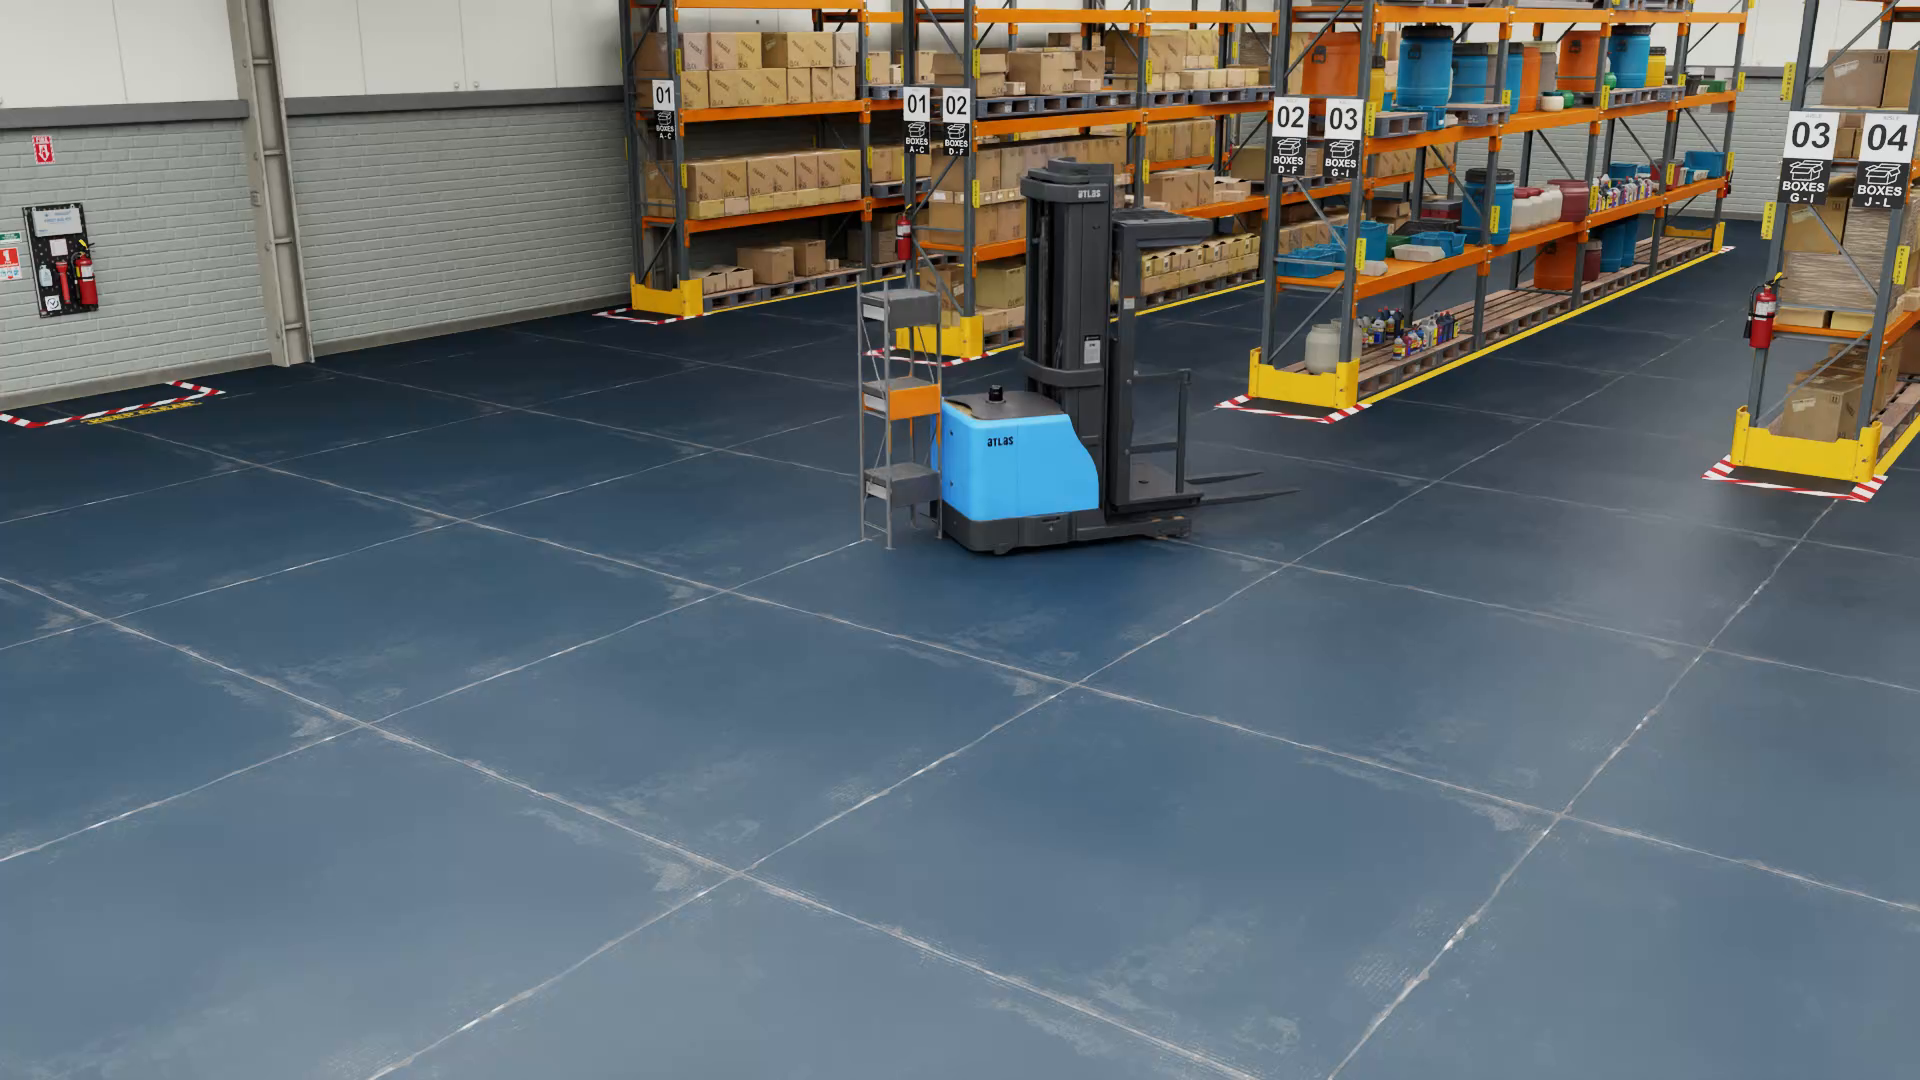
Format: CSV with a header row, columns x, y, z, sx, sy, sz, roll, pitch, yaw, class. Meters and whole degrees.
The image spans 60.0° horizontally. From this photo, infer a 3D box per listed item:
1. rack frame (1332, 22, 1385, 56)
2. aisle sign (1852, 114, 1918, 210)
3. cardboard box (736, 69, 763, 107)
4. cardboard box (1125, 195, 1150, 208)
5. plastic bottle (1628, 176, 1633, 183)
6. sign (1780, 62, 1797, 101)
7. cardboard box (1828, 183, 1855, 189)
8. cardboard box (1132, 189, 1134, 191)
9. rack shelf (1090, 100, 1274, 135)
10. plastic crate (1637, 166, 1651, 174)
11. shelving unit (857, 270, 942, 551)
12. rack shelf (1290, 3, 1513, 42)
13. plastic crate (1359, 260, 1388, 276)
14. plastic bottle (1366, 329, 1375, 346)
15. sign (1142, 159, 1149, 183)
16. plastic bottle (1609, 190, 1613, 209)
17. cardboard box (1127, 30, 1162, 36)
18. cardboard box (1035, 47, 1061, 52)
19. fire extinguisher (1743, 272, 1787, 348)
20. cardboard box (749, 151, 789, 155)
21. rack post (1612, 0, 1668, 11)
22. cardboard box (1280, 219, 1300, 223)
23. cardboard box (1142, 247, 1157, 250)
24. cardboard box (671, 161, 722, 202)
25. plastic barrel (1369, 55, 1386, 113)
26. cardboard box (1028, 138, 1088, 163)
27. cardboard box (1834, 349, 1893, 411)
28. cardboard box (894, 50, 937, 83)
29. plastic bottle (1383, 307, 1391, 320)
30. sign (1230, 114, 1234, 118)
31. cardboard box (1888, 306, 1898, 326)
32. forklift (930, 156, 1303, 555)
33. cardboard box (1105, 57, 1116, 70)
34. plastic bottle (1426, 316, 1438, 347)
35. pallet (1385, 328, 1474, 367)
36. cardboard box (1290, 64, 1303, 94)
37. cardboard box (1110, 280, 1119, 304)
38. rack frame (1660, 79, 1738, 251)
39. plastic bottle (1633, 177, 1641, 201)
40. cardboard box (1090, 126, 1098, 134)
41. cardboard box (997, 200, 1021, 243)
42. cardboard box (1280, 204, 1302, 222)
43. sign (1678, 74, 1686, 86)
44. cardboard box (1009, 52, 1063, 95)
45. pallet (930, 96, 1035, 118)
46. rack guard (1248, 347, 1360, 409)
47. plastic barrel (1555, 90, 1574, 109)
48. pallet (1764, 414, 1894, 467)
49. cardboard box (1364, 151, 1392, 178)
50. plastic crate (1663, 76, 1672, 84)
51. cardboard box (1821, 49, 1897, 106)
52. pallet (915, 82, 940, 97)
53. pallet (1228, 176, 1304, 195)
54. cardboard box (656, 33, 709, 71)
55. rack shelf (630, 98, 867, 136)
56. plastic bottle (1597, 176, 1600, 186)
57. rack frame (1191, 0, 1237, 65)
x,y,z,sx,sy,sz,roll,pitch,yaw,class
6.900,-9.537,28.782,1.000,3.000,0.127,12,21,35,rack frame
7.908,-3.237,14.225,0.394,0.787,0.004,12,21,35,aisle sign
-3.176,-6.460,23.728,0.500,0.500,0.500,14,22,37,cardboard box
2.392,-4.820,23.961,0.500,0.250,0.500,14,22,38,cardboard box
10.475,-5.521,26.049,0.144,0.351,0.185,12,21,35,plastic bottle
7.270,-4.021,14.584,0.100,0.325,0.005,12,21,35,sign
8.426,-3.144,15.953,0.500,0.500,0.500,12,21,35,cardboard box
3.749,-6.833,33.695,0.700,0.500,0.500,12,21,34,cardboard box
3.325,-6.332,24.732,1.077,0.370,4.000,12,21,35,rack shelf
11.884,-6.312,28.692,0.416,0.233,0.300,12,21,35,plastic crate
-0.465,-1.010,12.954,0.503,2.100,0.431,-12,21,-35,shelving unit
4.918,-5.745,18.457,1.077,0.370,4.000,12,21,35,rack shelf
4.518,-2.968,18.189,0.298,0.136,0.250,12,21,35,plastic crate
4.941,-2.444,20.033,0.097,0.201,0.097,0,17,0,plastic bottle
2.580,-5.120,23.081,0.100,0.325,0.005,12,21,35,sign
9.652,-5.071,24.732,0.097,0.271,0.097,0,17,0,plastic bottle
3.570,-9.634,32.264,0.500,0.500,0.500,12,21,34,cardboard box
1.393,-8.675,30.153,0.700,0.500,0.500,14,22,37,cardboard box
7.265,-2.080,15.014,0.296,0.674,0.183,12,21,35,fire extinguisher
-2.908,-5.622,25.245,0.500,0.500,0.500,13,22,36,cardboard box
9.772,-7.918,24.410,0.937,0.300,0.954,15,23,40,rack post
5.502,-5.249,28.563,0.500,0.500,0.500,11,21,33,cardboard box
2.749,-4.313,25.056,0.500,0.311,0.500,12,21,35,cardboard box
-3.705,-5.045,23.387,0.500,0.500,0.500,12,21,35,cardboard box
4.303,-4.955,18.058,0.600,0.588,0.600,0,17,0,plastic barrel
1.275,-5.088,22.213,0.700,0.500,0.500,12,21,35,cardboard box
9.175,-1.635,16.956,0.500,0.500,0.500,10,20,30,cardboard box
-0.722,-7.732,27.150,0.500,0.500,0.500,12,21,33,cardboard box
5.295,-2.717,20.659,0.144,0.351,0.185,13,22,36,plastic bottle
5.730,-9.066,35.030,0.100,0.325,0.005,12,21,35,sign
8.390,-2.082,15.313,0.380,0.149,0.250,12,21,35,cardboard box
1.324,-1.540,13.261,3.031,2.935,1.130,-6,18,-20,forklift
3.139,-9.360,32.647,0.500,0.250,0.500,13,21,35,cardboard box
5.650,-2.509,19.990,0.144,0.351,0.185,12,21,34,plastic bottle
5.676,-2.406,20.637,1.003,0.211,1.213,12,21,35,pallet
5.053,-7.431,26.889,0.910,0.500,0.500,12,21,35,cardboard box
2.033,-3.505,23.402,0.500,0.250,0.500,12,21,35,cardboard box
13.259,-6.749,29.918,1.000,3.000,0.127,12,21,35,rack frame
10.481,-5.452,25.825,0.144,0.351,0.185,12,21,35,plastic bottle
2.230,-7.706,31.033,0.500,0.250,0.500,13,21,36,cardboard box
0.348,-4.097,21.210,0.700,0.500,0.500,13,22,36,cardboard box
5.522,-5.617,28.482,0.500,0.250,0.500,12,21,34,cardboard box
11.317,-7.135,26.090,0.100,0.325,0.005,12,21,35,sign
0.959,-5.909,21.044,0.500,0.500,0.500,12,21,35,cardboard box
0.192,-5.368,20.564,1.003,0.211,1.213,12,21,35,pallet
3.733,-1.771,18.103,1.175,0.500,0.348,12,21,35,rack guard
8.387,-6.134,23.142,0.294,0.245,0.294,0,17,0,plastic barrel
8.261,-0.936,15.903,1.003,0.211,1.213,12,21,35,pallet
7.423,-6.793,29.893,0.500,0.500,0.500,13,22,36,cardboard box
11.691,-7.651,27.967,0.437,0.282,0.530,12,21,35,plastic crate
8.424,-4.338,15.583,0.500,0.500,0.500,12,21,35,cardboard box
-0.778,-7.360,27.145,1.213,0.211,1.003,12,21,35,pallet
4.864,-5.802,27.192,1.213,0.211,1.003,12,21,35,pallet
-3.806,-6.705,22.831,0.500,0.500,0.500,11,20,31,cardboard box
-3.039,-6.254,24.480,1.077,0.370,4.000,12,21,35,rack shelf
10.235,-5.697,26.727,0.061,0.283,0.133,12,21,35,plastic bottle
5.303,-11.365,34.666,1.000,3.000,0.127,12,21,35,rack frame
